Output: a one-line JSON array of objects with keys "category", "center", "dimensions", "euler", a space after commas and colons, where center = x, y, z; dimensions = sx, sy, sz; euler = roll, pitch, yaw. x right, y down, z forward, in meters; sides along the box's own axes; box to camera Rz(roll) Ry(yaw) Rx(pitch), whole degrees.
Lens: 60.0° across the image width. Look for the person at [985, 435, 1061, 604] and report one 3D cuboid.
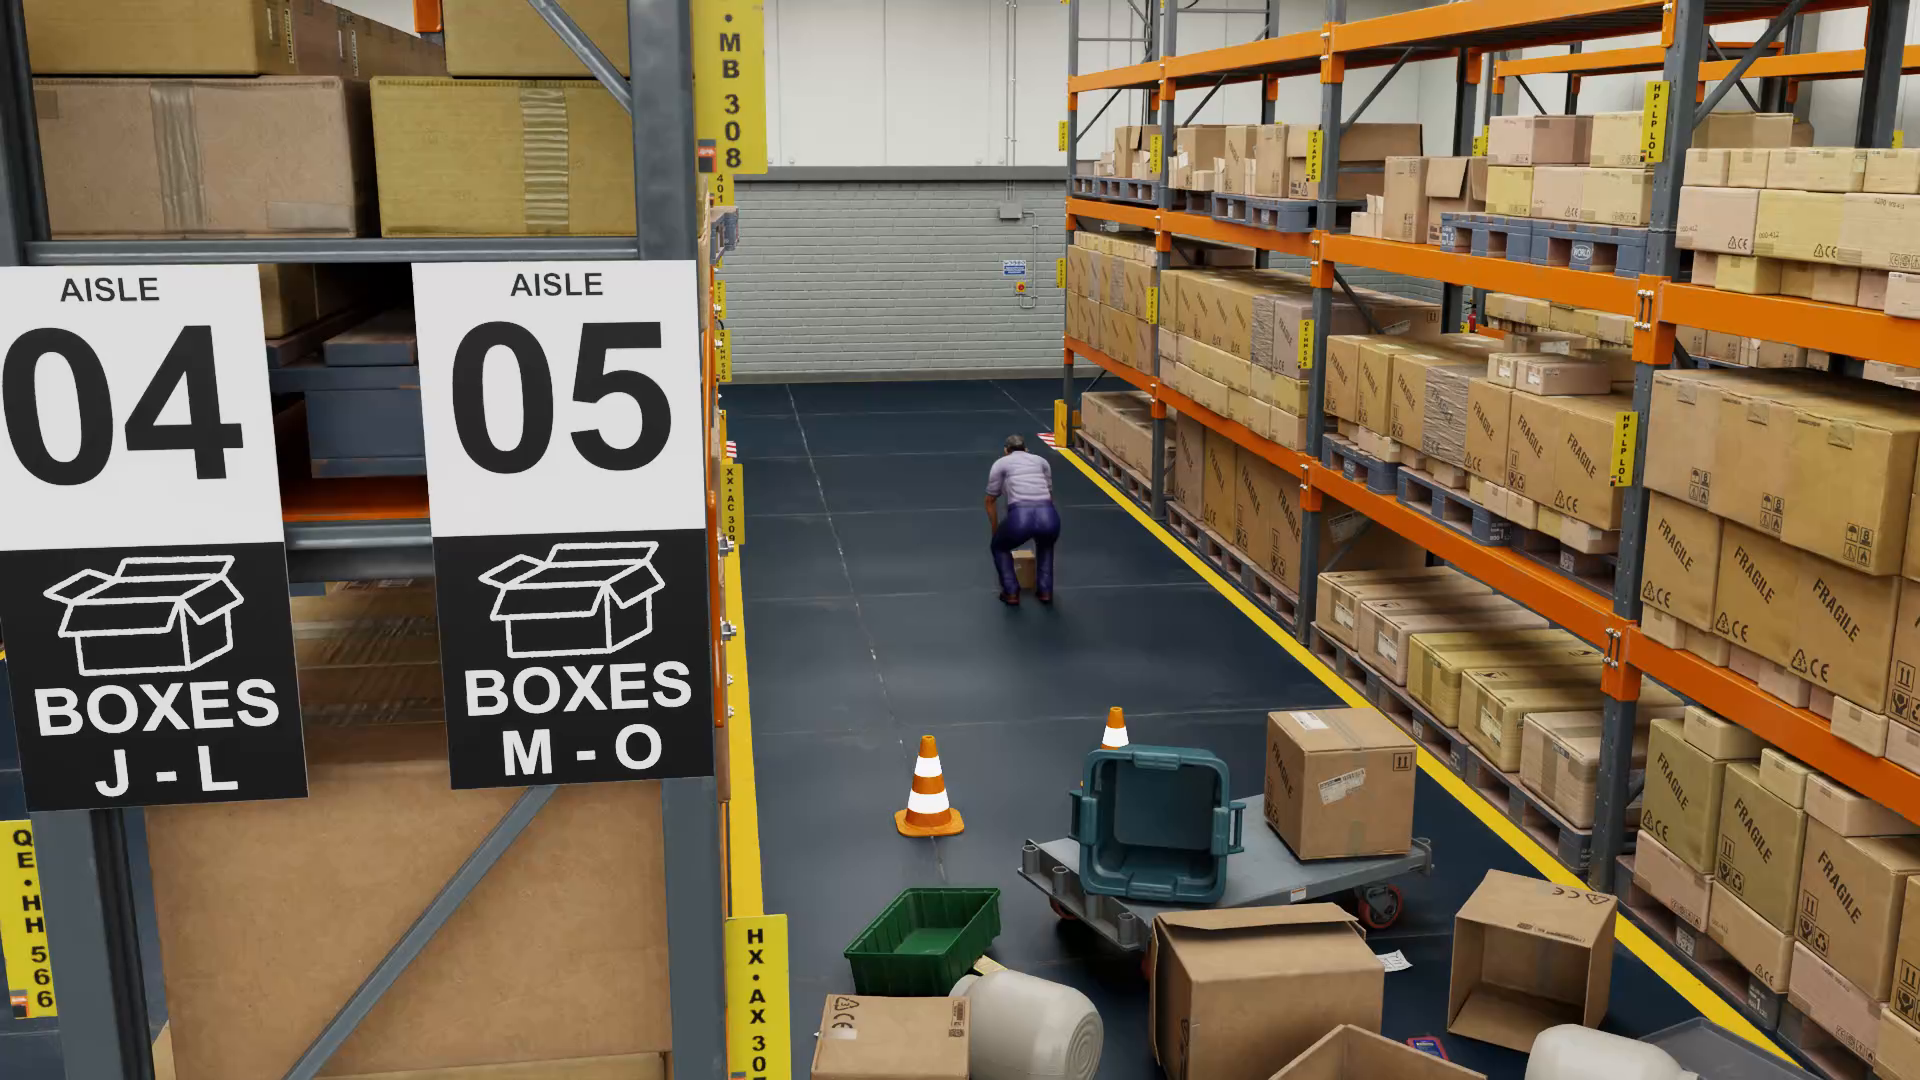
[{"category": "person", "center": [0.470, -0.145, 12.570], "dimensions": [0.536, 1.226, 0.730], "euler": [-2, 13, -8]}]
